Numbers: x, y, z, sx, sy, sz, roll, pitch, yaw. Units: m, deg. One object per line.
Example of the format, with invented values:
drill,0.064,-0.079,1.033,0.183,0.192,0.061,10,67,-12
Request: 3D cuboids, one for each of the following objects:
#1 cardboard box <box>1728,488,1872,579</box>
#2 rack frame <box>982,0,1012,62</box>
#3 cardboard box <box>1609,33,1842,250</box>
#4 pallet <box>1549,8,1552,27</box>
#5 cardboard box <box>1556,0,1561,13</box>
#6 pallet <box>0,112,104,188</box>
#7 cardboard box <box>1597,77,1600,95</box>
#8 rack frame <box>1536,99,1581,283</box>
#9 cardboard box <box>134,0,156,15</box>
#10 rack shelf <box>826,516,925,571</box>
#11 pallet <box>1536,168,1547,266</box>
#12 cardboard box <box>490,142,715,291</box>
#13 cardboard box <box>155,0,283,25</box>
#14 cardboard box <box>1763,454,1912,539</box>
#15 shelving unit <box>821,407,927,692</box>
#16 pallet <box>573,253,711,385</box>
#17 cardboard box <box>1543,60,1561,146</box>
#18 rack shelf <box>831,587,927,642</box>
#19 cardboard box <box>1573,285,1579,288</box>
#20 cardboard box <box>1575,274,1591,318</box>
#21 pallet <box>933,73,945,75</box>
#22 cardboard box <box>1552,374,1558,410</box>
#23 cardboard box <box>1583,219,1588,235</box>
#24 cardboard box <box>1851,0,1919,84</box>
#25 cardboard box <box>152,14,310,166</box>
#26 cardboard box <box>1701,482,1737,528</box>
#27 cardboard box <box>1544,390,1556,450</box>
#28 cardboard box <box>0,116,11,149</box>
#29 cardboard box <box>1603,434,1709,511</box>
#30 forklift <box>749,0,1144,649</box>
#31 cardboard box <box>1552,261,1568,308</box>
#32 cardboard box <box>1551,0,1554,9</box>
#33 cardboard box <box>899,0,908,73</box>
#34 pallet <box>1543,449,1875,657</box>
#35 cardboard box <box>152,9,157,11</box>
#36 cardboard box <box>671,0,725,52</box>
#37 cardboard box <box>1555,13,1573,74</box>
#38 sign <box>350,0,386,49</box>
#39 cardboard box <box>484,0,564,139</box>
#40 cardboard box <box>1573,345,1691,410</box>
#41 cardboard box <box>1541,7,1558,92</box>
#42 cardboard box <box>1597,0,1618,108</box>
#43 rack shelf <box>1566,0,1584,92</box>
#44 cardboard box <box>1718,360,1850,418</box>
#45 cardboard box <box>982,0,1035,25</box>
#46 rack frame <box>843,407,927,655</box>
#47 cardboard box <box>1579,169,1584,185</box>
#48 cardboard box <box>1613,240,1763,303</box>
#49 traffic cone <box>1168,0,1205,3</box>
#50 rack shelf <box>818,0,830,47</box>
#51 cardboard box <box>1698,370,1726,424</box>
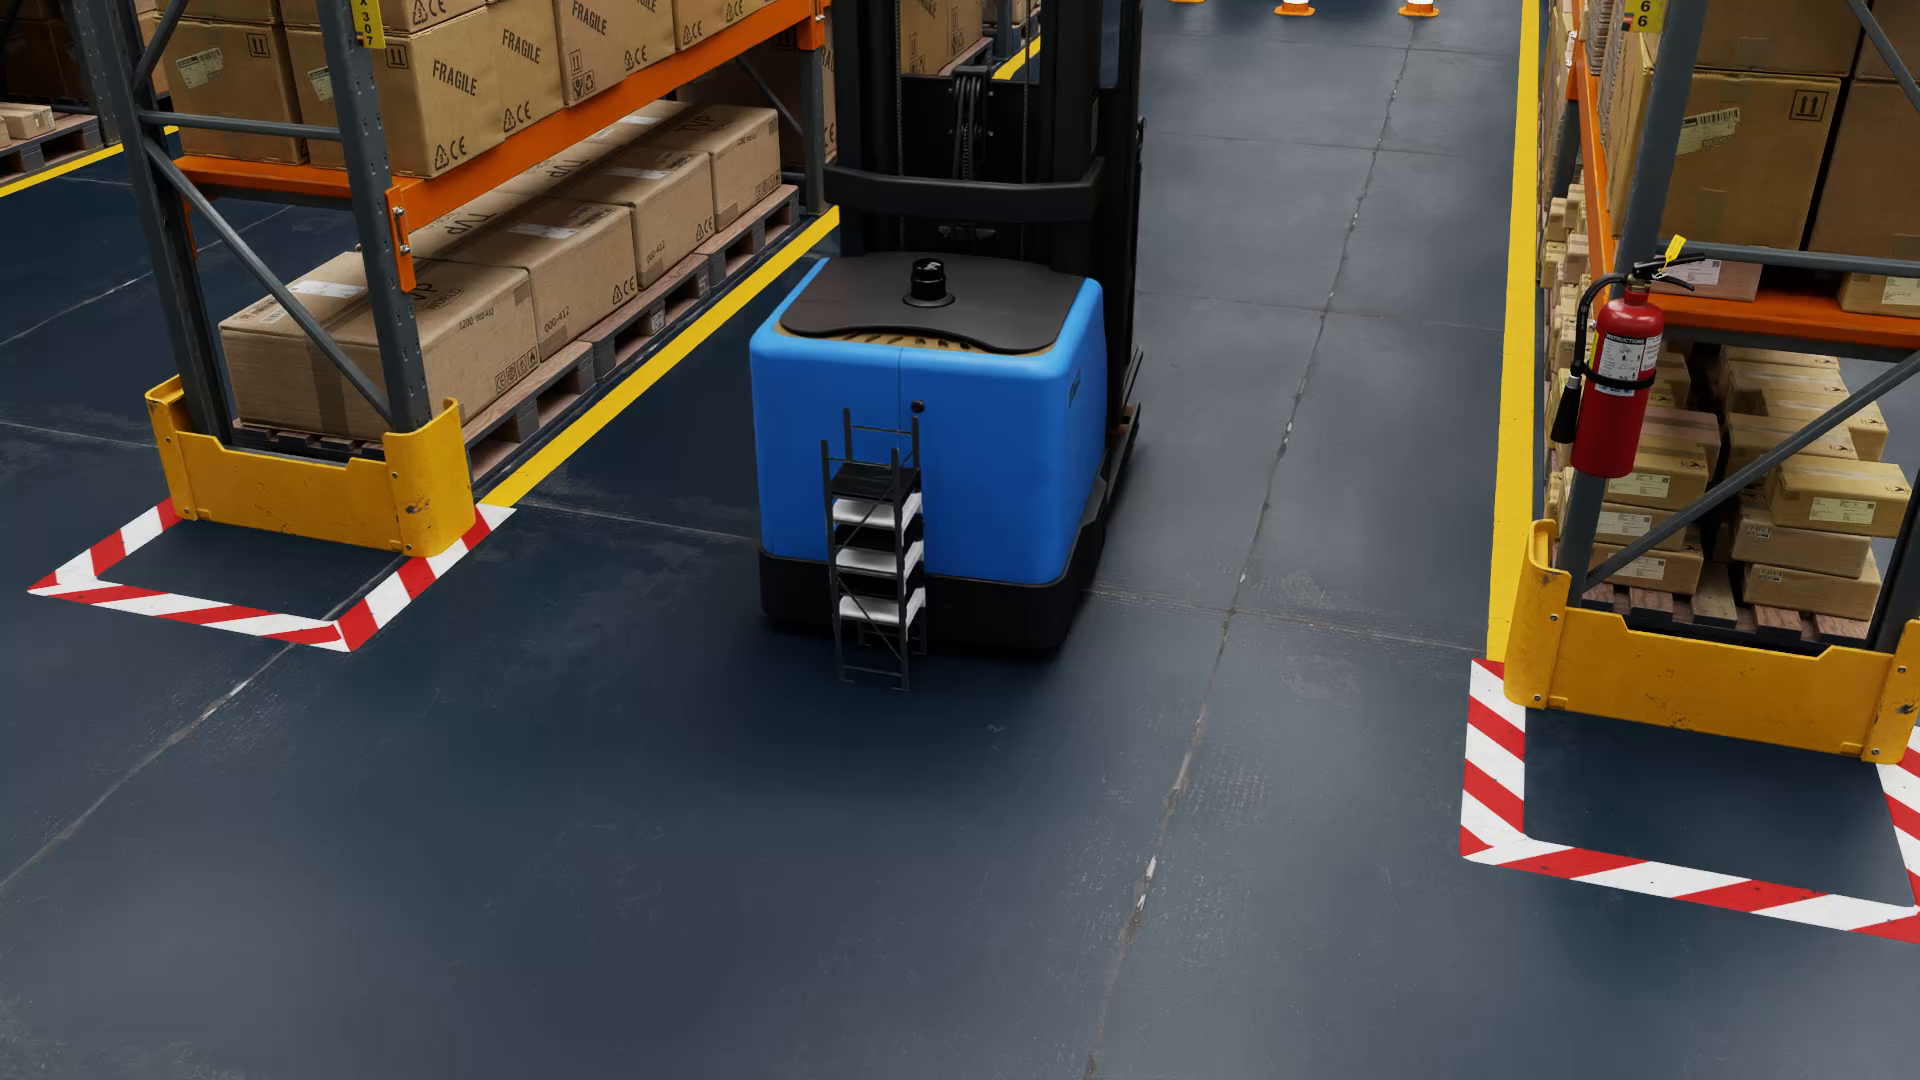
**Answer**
cardboard box,2.723,-0.025,5.405,0.380,0.149,0.250,10,31,17
rack frame,-0.090,-5.128,12.383,1.000,3.000,0.127,8,30,15
cardboard box,2.209,-1.170,4.859,0.500,0.500,0.500,9,30,16
pallet,5.335,-4.171,13.530,1.003,0.211,1.213,8,30,15
cardboard box,4.238,-3.602,11.007,0.500,0.250,0.500,7,30,13
pallet,-6.213,-2.438,10.416,1.003,0.211,1.213,8,30,15
cardboard box,2.847,-1.920,6.874,0.380,0.149,0.250,9,30,16
rack frame,3.497,-2.610,7.856,1.000,3.000,0.127,8,30,15
cardboard box,-5.643,-3.619,11.142,0.380,0.149,0.250,8,30,13
rack shelf,-0.263,-0.006,5.205,0.258,0.077,0.200,8,34,14
pallet,3.725,-1.753,9.184,1.003,0.211,1.213,8,30,15
cardboard box,-1.813,-1.640,8.317,0.875,0.438,0.875,8,30,13
cardboard box,-2.524,-2.149,5.896,0.500,0.500,0.500,9,30,17
cardboard box,2.802,-0.144,5.311,0.380,0.149,0.250,7,30,13
shelving unit,-0.262,0.042,5.236,0.258,0.900,0.210,8,34,14
pallet,-1.918,-1.139,8.081,1.003,0.211,1.213,8,30,15
cardboard box,3.779,-2.557,9.900,0.500,0.500,0.500,8,30,14
rack shelf,-0.258,0.221,5.351,0.258,0.077,0.200,8,34,14
cardboard box,2.874,-1.056,7.258,0.380,0.149,0.250,10,31,17
cardboard box,2.715,-0.954,6.768,0.380,0.149,0.250,9,30,15
pallet,-0.754,-2.989,11.405,1.003,0.211,1.213,8,30,15
cardboard box,2.496,-0.589,6.417,0.380,0.149,0.250,9,30,16
cardboard box,2.979,-1.308,7.405,0.380,0.149,0.250,8,30,14
cardboard box,2.709,-1.532,4.481,0.500,0.500,0.500,8,30,15
cardboard box,-2.550,-1.716,6.146,0.500,0.500,0.500,9,30,15
cardboard box,2.848,-0.136,5.910,0.380,0.149,0.250,9,30,15
cardboard box,2.492,-0.451,6.477,0.380,0.149,0.250,7,30,13
cardboard box,-5.998,-2.498,10.035,0.396,0.266,0.258,10,30,17
cardboard box,2.236,-0.231,5.468,0.380,0.149,0.250,9,30,15
forklift,0.141,-1.622,6.151,1.130,2.935,3.031,6,30,11
cardboard box,2.982,-1.177,7.782,0.380,0.149,0.250,8,30,15
cardboard box,5.463,-4.779,13.637,1.050,0.750,0.750,8,30,15
cardboard box,-0.901,-3.245,10.750,0.875,0.875,0.875,9,30,16
pallet,2.618,0.060,5.925,1.003,0.211,1.213,8,30,15
cardboard box,-5.506,-3.508,11.610,0.500,0.500,0.500,8,30,14
cardboard box,-1.435,-2.585,7.709,0.500,0.500,0.500,8,30,14
cardboard box,3.780,-2.895,9.737,0.500,0.250,0.500,7,30,13
sign,-1.910,-1.741,5.322,0.100,0.325,0.005,8,30,15
cardboard box,-1.901,-1.875,6.432,0.500,0.500,0.500,8,30,14
cardboard box,2.456,-0.589,6.112,0.380,0.149,0.250,7,30,13
cardboard box,4.220,-3.267,11.177,0.500,0.500,0.500,7,30,13
cardboard box,2.661,-1.876,6.128,0.500,0.500,0.500,10,31,17
rack shelf,4.084,-3.225,9.701,1.077,0.370,4.000,8,30,15
cardboard box,2.958,-0.515,5.978,0.380,0.149,0.250,7,30,12
cardboard box,0.085,-4.424,13.389,0.950,0.372,0.625,6,30,11
rack frame,-0.235,-0.011,5.318,0.240,0.900,0.006,8,34,14
cardboard box,3.198,-1.677,8.067,0.380,0.149,0.250,10,31,17
cardboard box,2.149,-0.833,4.920,0.380,0.149,0.250,9,30,15
traffic cone,2.058,-5.102,14.946,0.336,0.463,0.334,8,30,15
rack shelf,-0.677,-3.884,10.887,1.077,0.370,4.000,8,30,15
cardboard box,3.010,-0.512,6.279,0.380,0.149,0.250,7,30,12
